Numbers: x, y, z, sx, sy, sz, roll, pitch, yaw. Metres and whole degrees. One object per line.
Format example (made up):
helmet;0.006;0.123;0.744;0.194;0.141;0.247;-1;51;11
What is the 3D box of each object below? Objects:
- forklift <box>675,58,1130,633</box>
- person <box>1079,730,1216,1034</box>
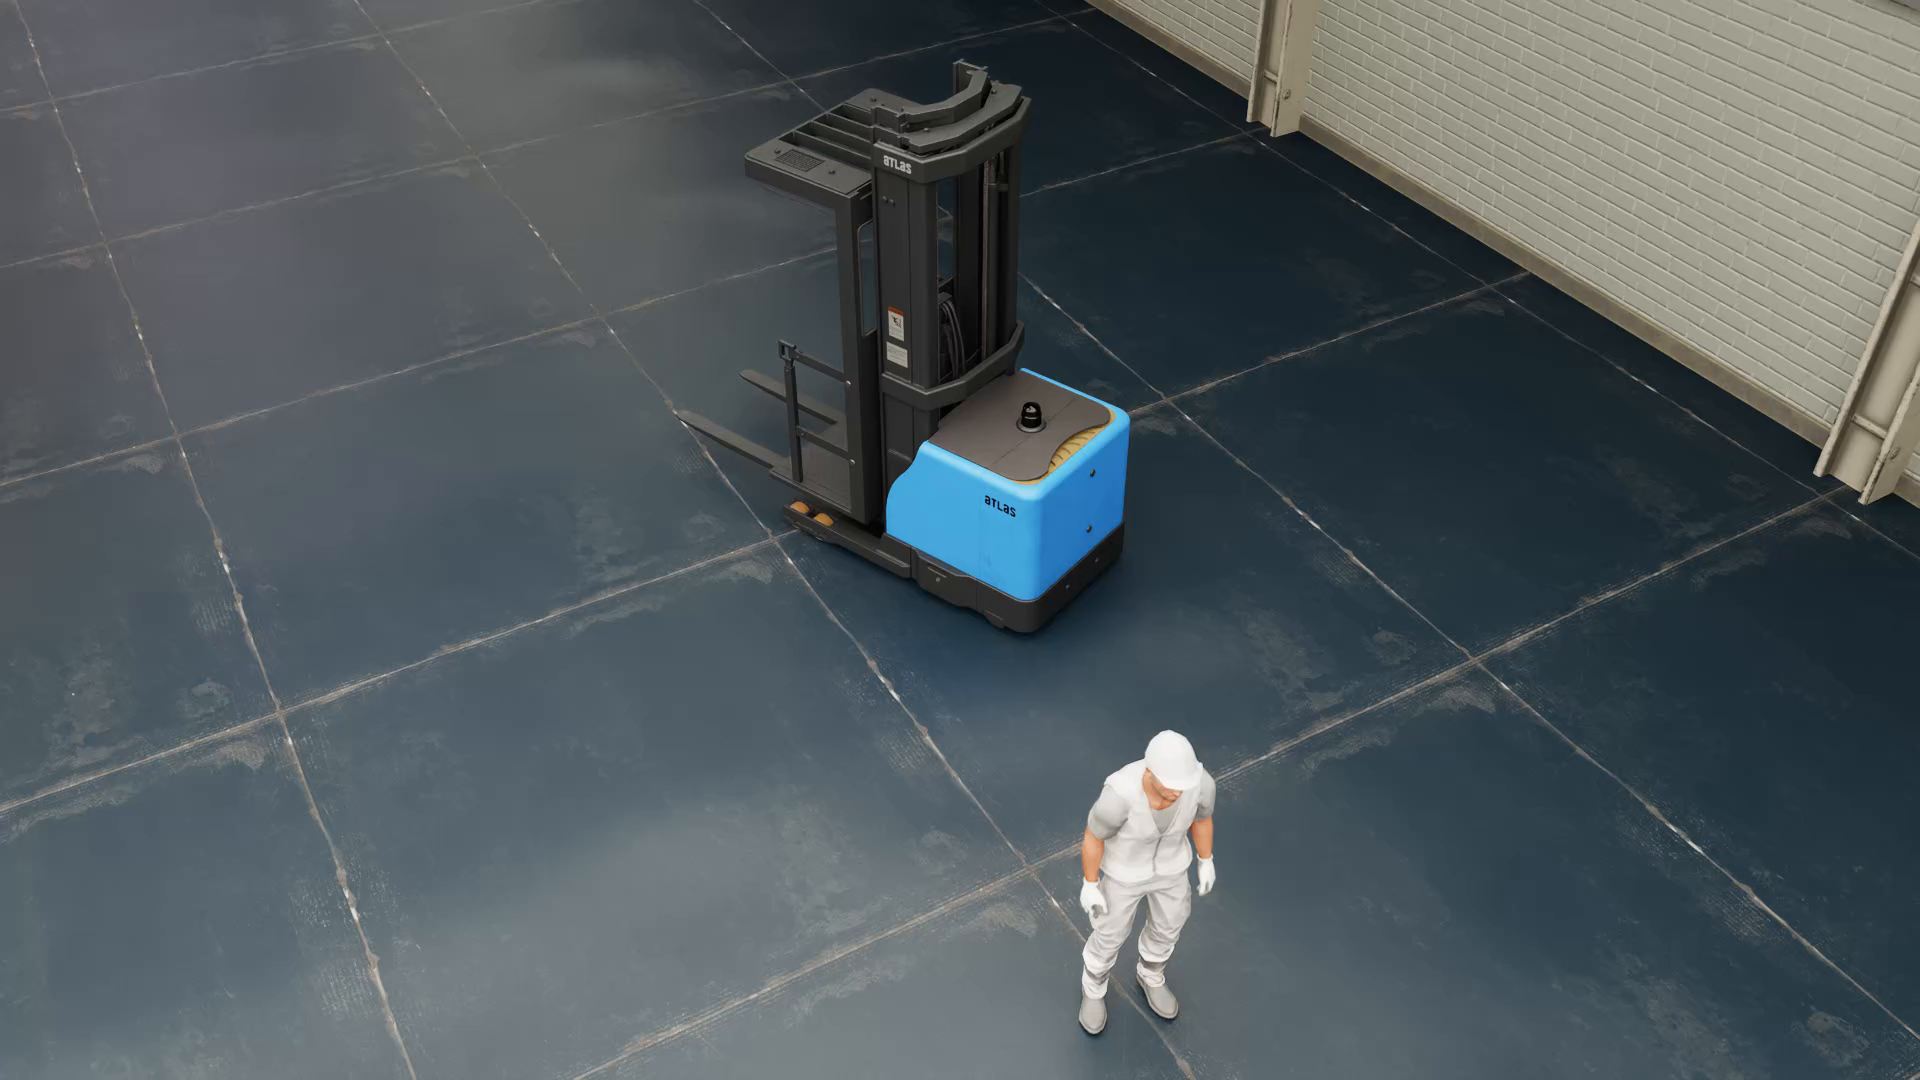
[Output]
forklift;-0.481;-1.366;9.683;3.031;2.935;1.130;26;46;28
person;0.812;1.446;7.196;0.623;1.780;0.446;-9;41;-11
